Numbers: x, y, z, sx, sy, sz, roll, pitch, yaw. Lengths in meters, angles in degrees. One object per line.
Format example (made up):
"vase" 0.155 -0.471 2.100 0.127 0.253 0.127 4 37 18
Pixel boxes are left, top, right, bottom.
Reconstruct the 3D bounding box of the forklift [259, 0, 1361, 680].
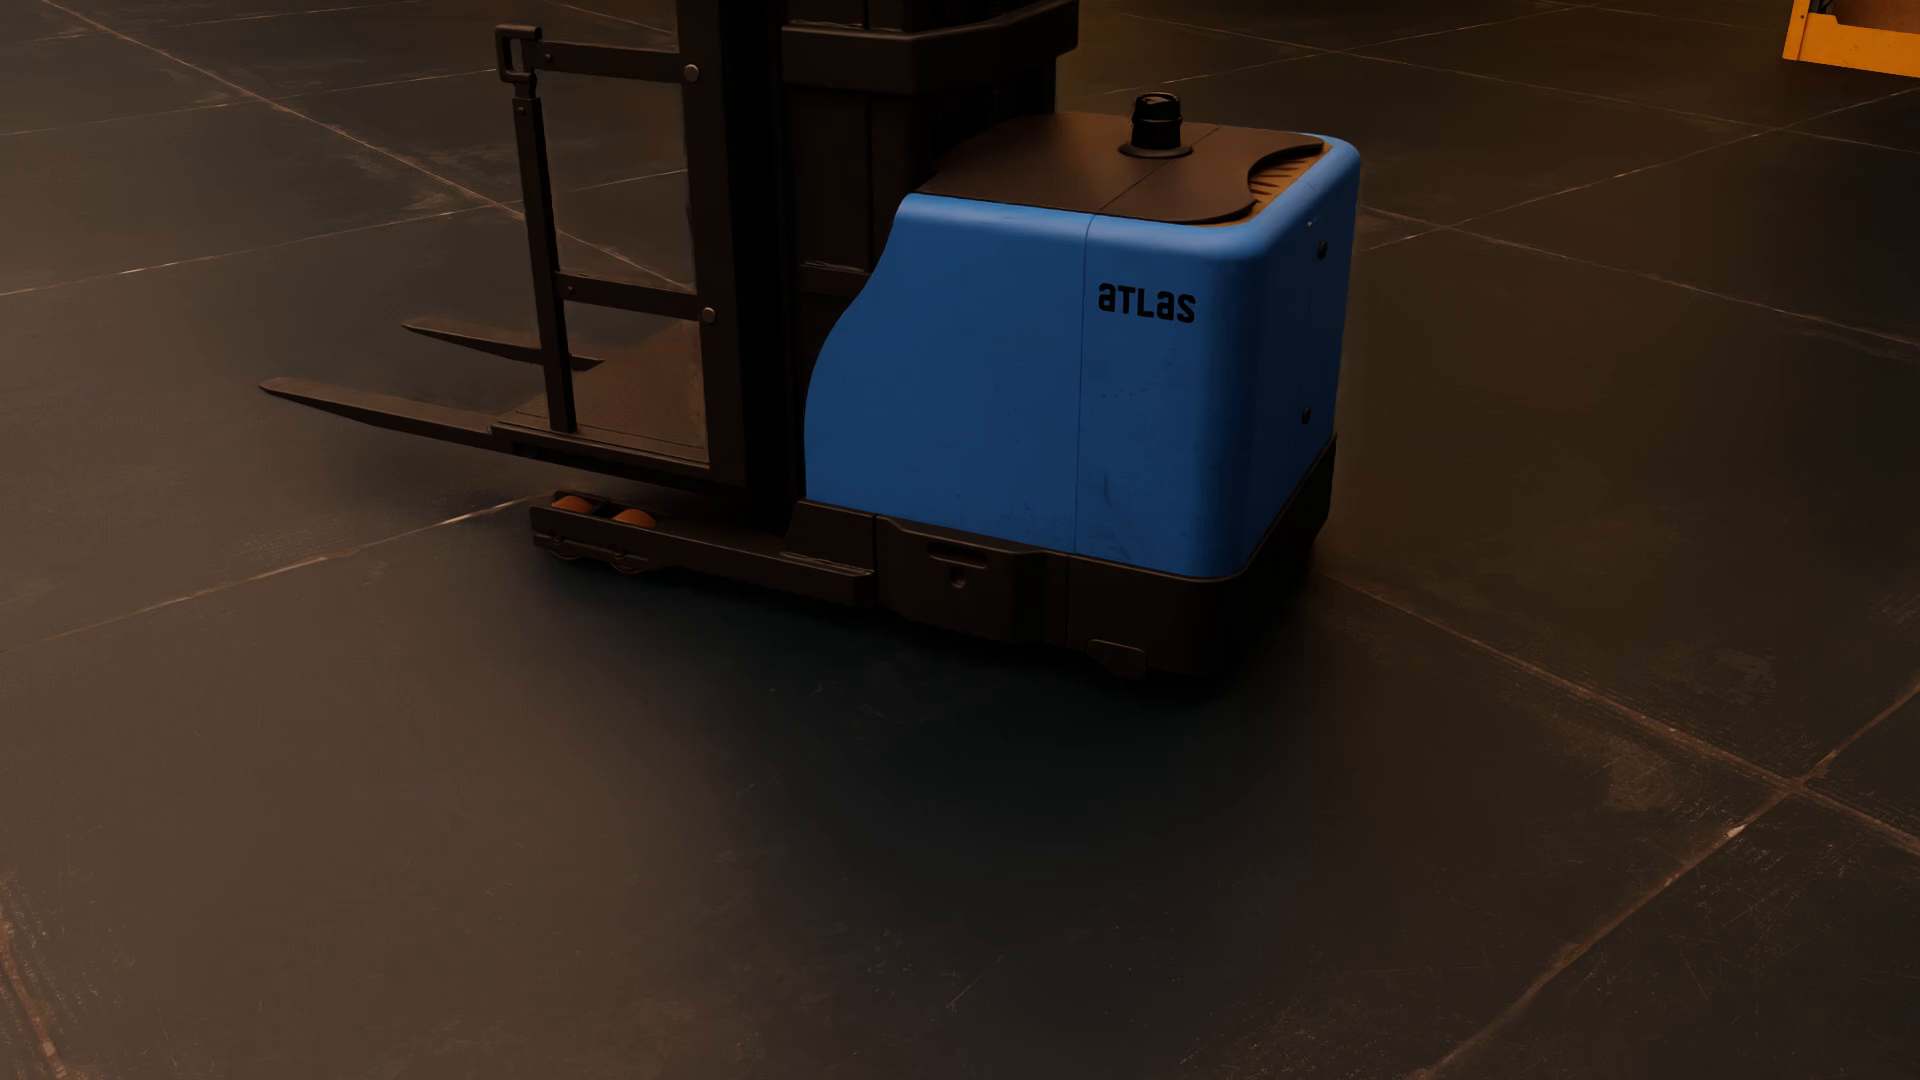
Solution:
"forklift" -0.566 -1.422 4.070 3.031 2.935 1.130 12 29 22
